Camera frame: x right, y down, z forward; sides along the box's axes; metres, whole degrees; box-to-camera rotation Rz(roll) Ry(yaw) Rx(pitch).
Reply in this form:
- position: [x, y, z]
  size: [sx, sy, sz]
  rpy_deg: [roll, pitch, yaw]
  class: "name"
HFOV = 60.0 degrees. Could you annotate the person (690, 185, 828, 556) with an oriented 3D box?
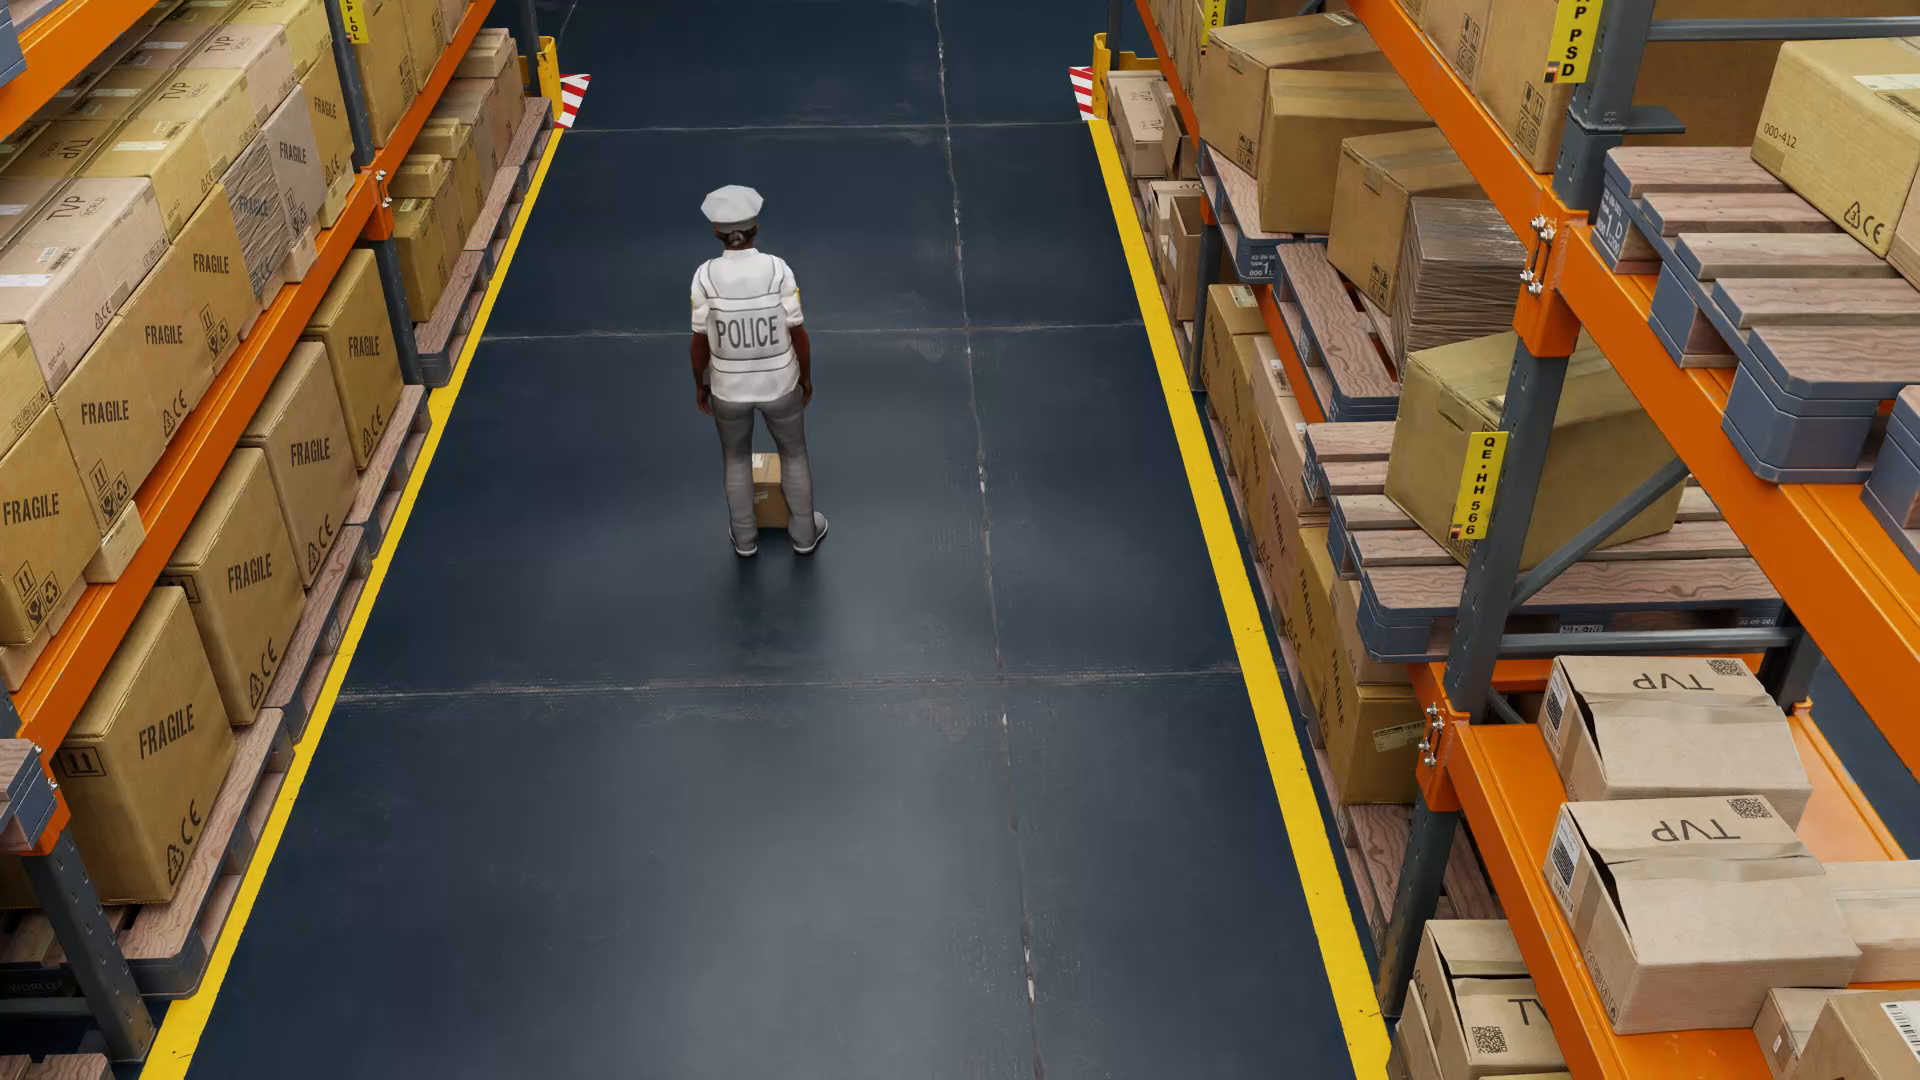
- position: [-0.864, -0.666, 7.080]
  size: [0.531, 1.661, 0.397]
  rpy_deg: [-4, 36, -5]
  class: "person"
